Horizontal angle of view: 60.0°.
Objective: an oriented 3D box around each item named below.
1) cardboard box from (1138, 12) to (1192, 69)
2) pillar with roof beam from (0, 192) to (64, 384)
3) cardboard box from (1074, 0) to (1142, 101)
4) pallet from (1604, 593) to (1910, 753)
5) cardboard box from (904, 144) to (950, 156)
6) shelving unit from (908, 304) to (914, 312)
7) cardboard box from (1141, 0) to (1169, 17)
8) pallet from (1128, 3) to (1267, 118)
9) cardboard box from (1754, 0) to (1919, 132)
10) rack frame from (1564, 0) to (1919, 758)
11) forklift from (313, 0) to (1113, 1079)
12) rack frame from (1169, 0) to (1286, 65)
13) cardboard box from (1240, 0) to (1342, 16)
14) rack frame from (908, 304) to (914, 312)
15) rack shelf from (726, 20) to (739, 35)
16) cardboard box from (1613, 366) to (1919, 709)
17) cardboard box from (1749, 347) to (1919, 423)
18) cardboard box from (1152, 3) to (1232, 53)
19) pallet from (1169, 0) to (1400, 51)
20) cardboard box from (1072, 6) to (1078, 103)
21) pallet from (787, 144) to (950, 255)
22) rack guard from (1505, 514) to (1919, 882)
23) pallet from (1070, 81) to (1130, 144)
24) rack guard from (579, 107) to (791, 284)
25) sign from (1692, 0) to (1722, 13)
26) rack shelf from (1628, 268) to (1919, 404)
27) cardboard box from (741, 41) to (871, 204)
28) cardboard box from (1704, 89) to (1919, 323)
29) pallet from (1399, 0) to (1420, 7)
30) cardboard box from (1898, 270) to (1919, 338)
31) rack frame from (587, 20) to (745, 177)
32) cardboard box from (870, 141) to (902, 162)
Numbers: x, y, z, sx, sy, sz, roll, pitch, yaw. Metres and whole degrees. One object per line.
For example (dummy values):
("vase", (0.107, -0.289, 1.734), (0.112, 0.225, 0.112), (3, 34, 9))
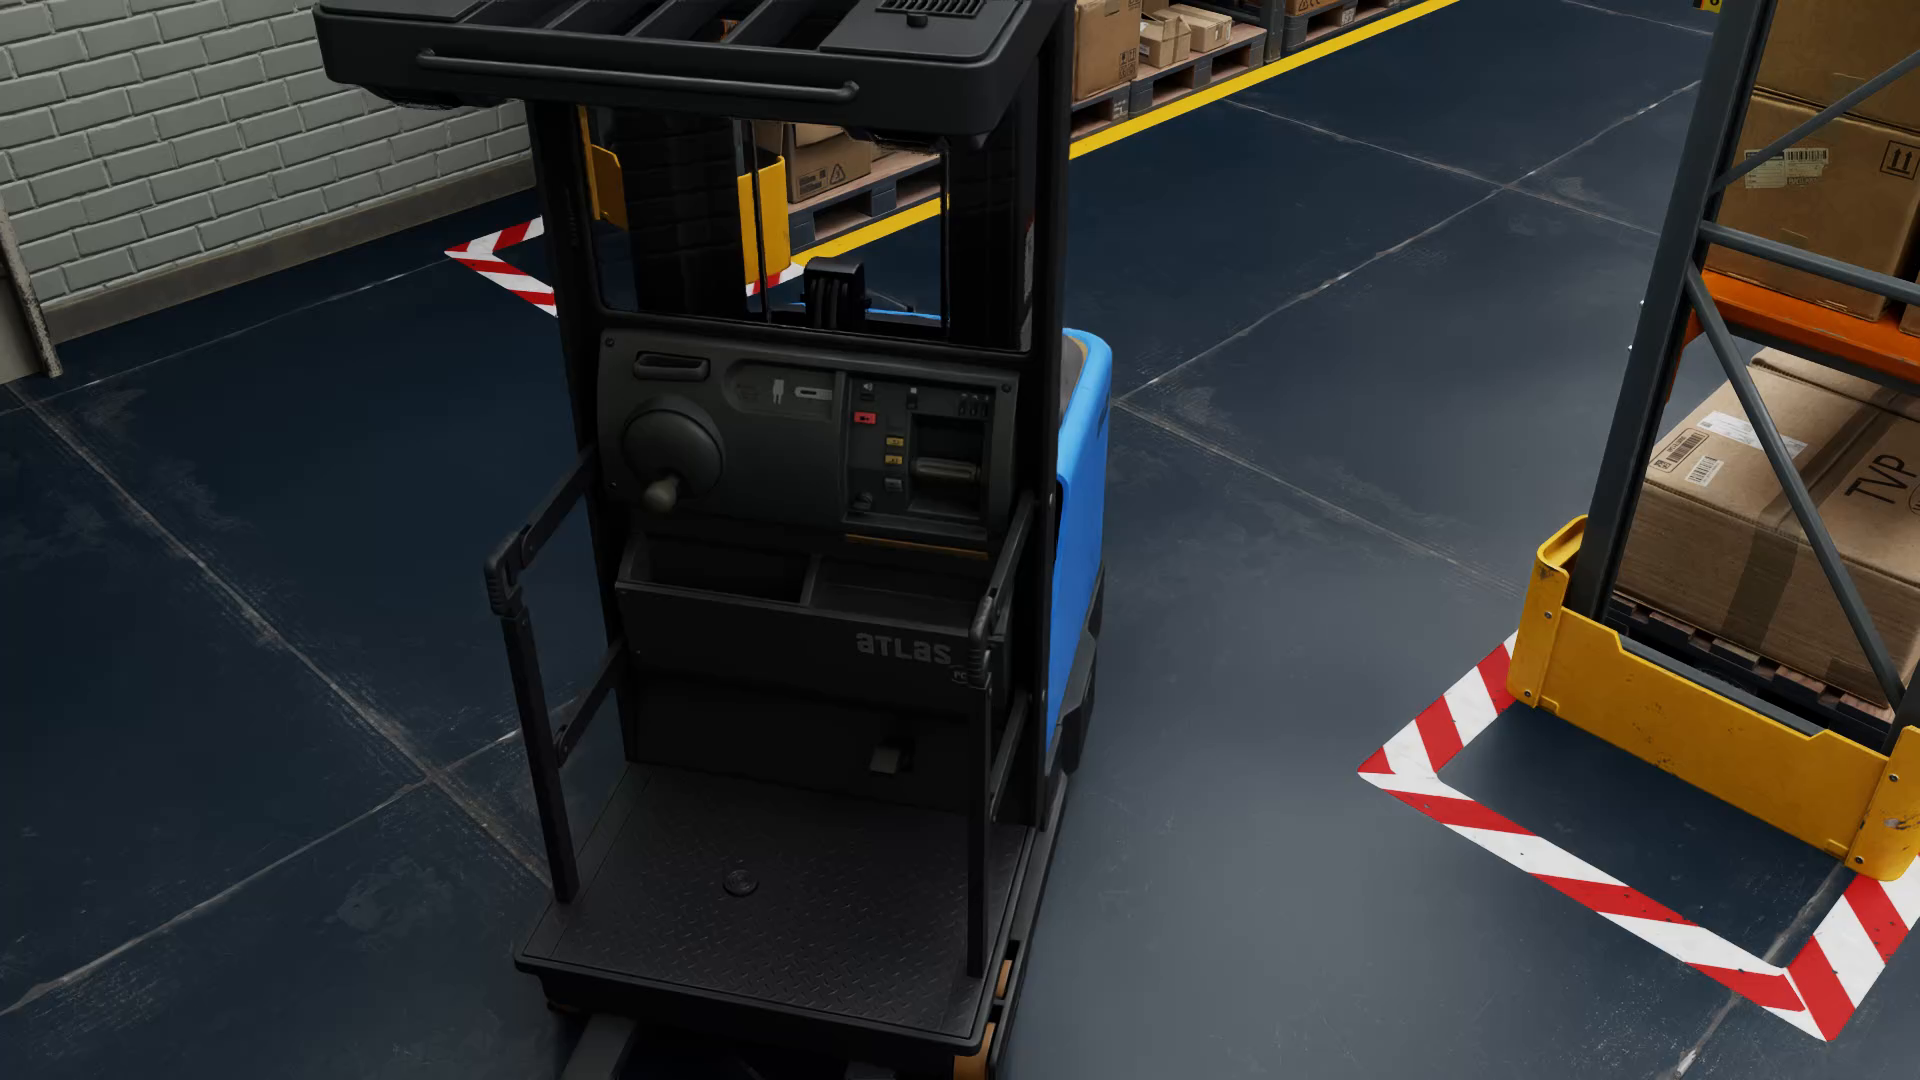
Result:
("cardboard box", (1.055, -2.801, 9.167), (0.258, 0.266, 0.396), (-28, 44, -34))
("pillar with roof beam", (-0.811, -2.610, 1.626), (9.100, 9.000, 0.400), (30, 45, 35))
("cardboard box", (0.532, -2.726, 8.854), (0.700, 0.500, 0.500), (28, 43, 34))
("pallet", (2.706, 0.171, 5.321), (1.003, 0.211, 1.213), (30, 45, 35))
("cardboard box", (-0.199, -2.304, 8.250), (0.500, 0.500, 0.700), (-28, 44, -34))
("shelving unit", (-0.006, -0.366, 5.488), (0.258, 0.900, 0.210), (30, 45, 35))
("cardboard box", (0.858, -3.136, 9.608), (0.500, 0.311, 0.500), (-28, 44, -34))
("pallet", (1.007, -2.818, 9.606), (1.003, 0.211, 1.213), (30, 45, 35))
("cardboard box", (2.369, -1.360, 4.116), (0.500, 0.500, 0.500), (-28, 44, -34))
("rack frame", (2.198, -0.617, 4.013), (1.000, 3.000, 0.127), (30, 45, 35))
("forklift", (-0.383, -0.155, 3.410), (1.130, 2.935, 3.031), (7, 36, 11))
("rack frame", (1.491, -4.240, 9.207), (1.000, 3.000, 0.127), (30, 45, 35))
("cardboard box", (1.992, -3.492, 9.954), (0.500, 0.500, 0.500), (-28, 43, -34))
("rack frame", (-0.077, -0.325, 5.429), (0.240, 0.900, 0.006), (30, 45, 35))
("rack shelf", (0.082, -3.133, 8.249), (1.077, 0.370, 4.000), (30, 45, 35))
("cardboard box", (2.592, -0.047, 5.067), (0.875, 0.438, 0.875), (28, 44, 34))
("cardboard box", (3.231, -0.421, 5.605), (0.875, 0.438, 0.875), (-29, 44, -34))
("cardboard box", (1.307, -2.898, 9.409), (0.380, 0.149, 0.250), (28, 44, 34))
("pallet", (2.037, -3.441, 10.500), (1.003, 0.211, 1.213), (30, 45, 35))
("cardboard box", (0.244, -2.479, 8.500), (0.500, 0.500, 0.500), (-29, 44, -35))
("pallet", (-0.713, -1.827, 8.185), (1.003, 0.211, 1.213), (30, 45, 35))
("rack guard", (2.181, 0.418, 4.714), (1.175, 0.500, 0.348), (30, 45, 35))
("pallet", (0.147, -2.320, 8.892), (1.003, 0.211, 1.213), (30, 45, 35))
("rack guard", (-1.274, -1.622, 7.638), (1.175, 0.500, 0.348), (30, 45, 35))
("sign", (1.823, -1.413, 3.935), (0.100, 0.325, 0.005), (30, 45, 35))
("rack shelf", (3.607, -1.134, 5.382), (1.077, 0.370, 4.000), (30, 45, 35))
("cardboard box", (-0.829, -1.974, 7.774), (0.797, 0.503, 0.637), (28, 43, 34))
("cardboard box", (2.350, -0.961, 4.418), (0.500, 0.500, 0.500), (-30, 45, -35))
("pallet", (2.897, -3.939, 11.214), (1.003, 0.211, 1.213), (30, 45, 35))
("cardboard box", (2.740, -0.737, 4.097), (0.500, 0.500, 0.500), (29, 44, 35))
("rack frame", (-1.327, -2.616, 6.879), (1.000, 3.000, 0.127), (30, 45, 35))
("cardboard box", (-0.502, -1.986, 8.100), (0.380, 0.149, 0.250), (28, 43, 34))
